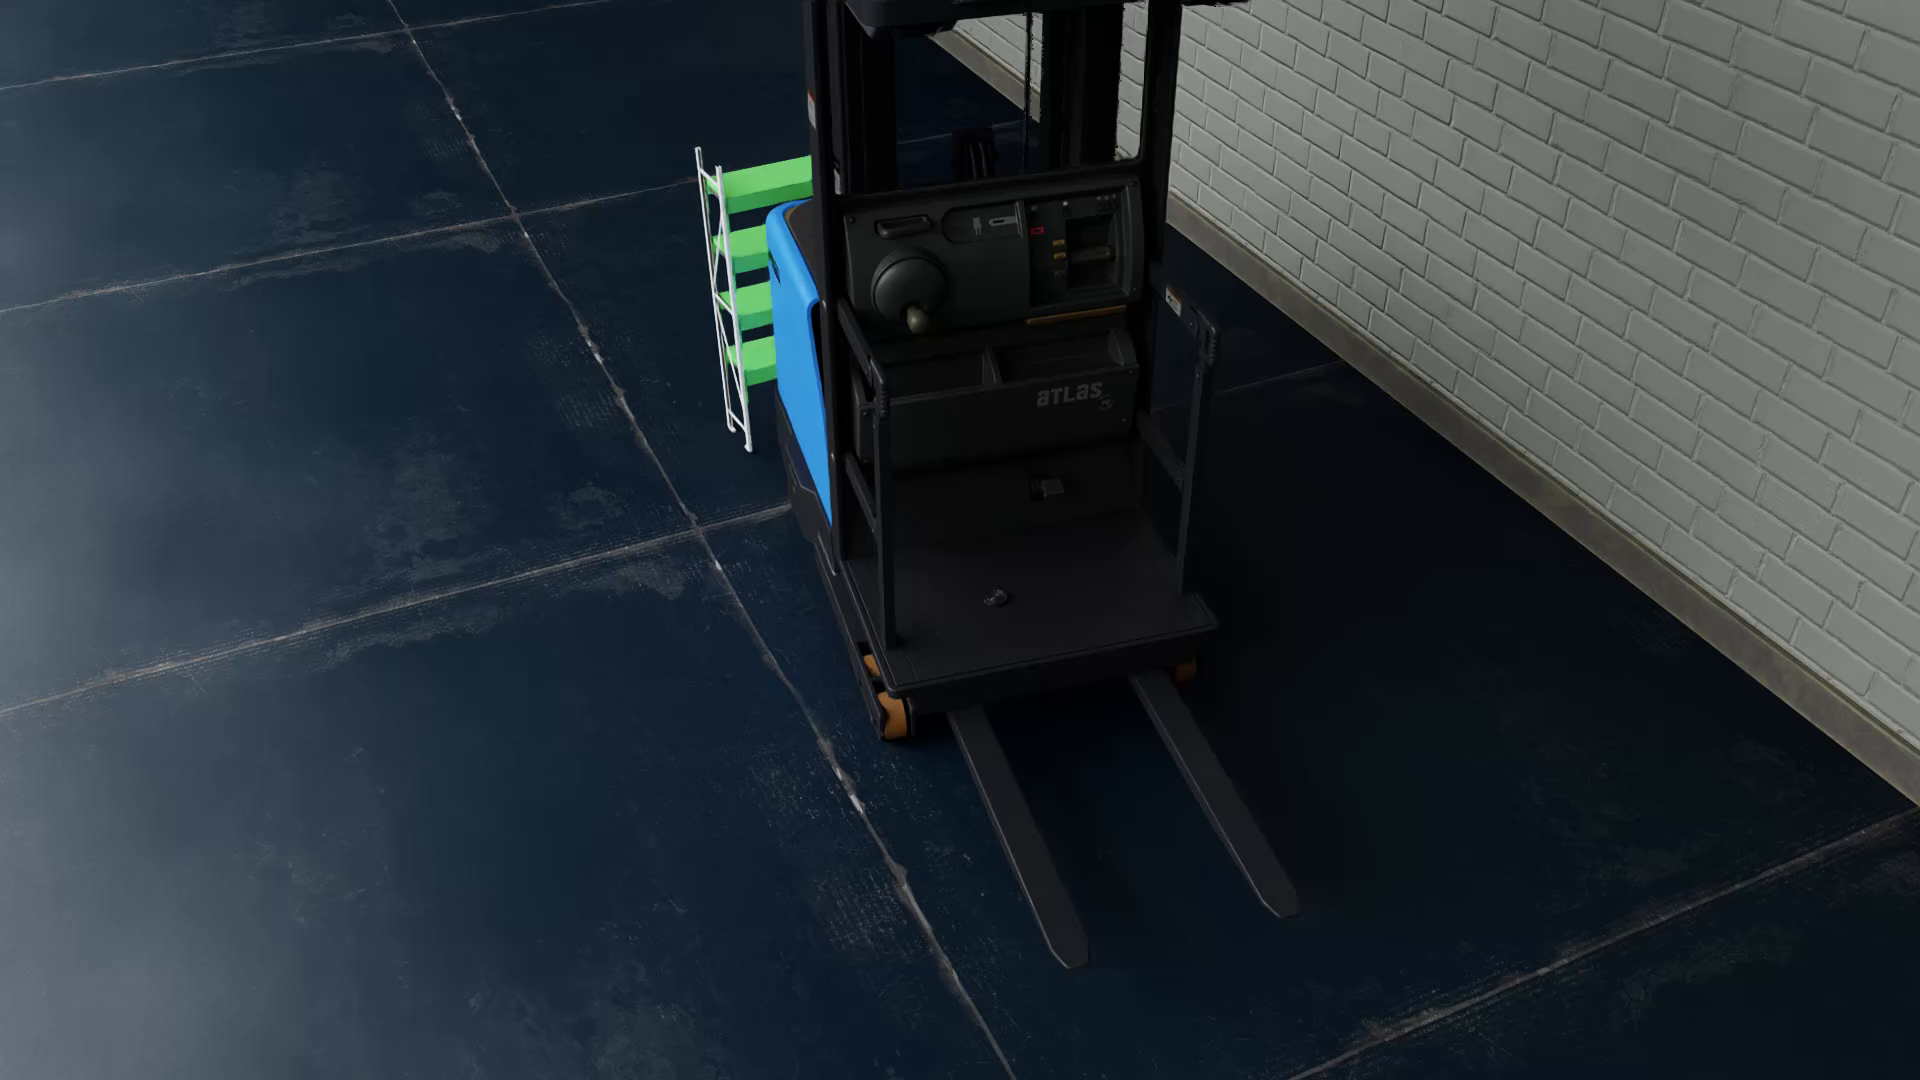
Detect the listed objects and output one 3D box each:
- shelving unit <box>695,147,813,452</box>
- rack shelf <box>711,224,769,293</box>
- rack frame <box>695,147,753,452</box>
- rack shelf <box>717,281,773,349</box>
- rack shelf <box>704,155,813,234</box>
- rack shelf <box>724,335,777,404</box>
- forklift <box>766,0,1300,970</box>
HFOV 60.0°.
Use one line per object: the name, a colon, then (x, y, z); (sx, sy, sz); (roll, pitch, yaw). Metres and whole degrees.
shelving unit: (-0.696, -0.979, 6.551); (0.503, 1.200, 0.258); (-17, 37, -22)
rack shelf: (-0.701, -1.125, 6.453); (0.480, 0.148, 0.258); (-17, 37, -22)
rack frame: (-0.913, -0.911, 6.460); (0.015, 1.200, 0.240); (-17, 37, -22)
rack shelf: (-0.695, -0.925, 6.586); (0.480, 0.148, 0.258); (-17, 37, -22)
rack shelf: (-0.706, -1.324, 6.319); (0.480, 0.148, 0.258); (-17, 37, -22)
rack shelf: (-0.689, -0.726, 6.720); (0.480, 0.148, 0.258); (-17, 37, -22)
forklift: (0.175, -0.794, 4.860); (1.130, 2.935, 3.031); (-10, 38, -13)
